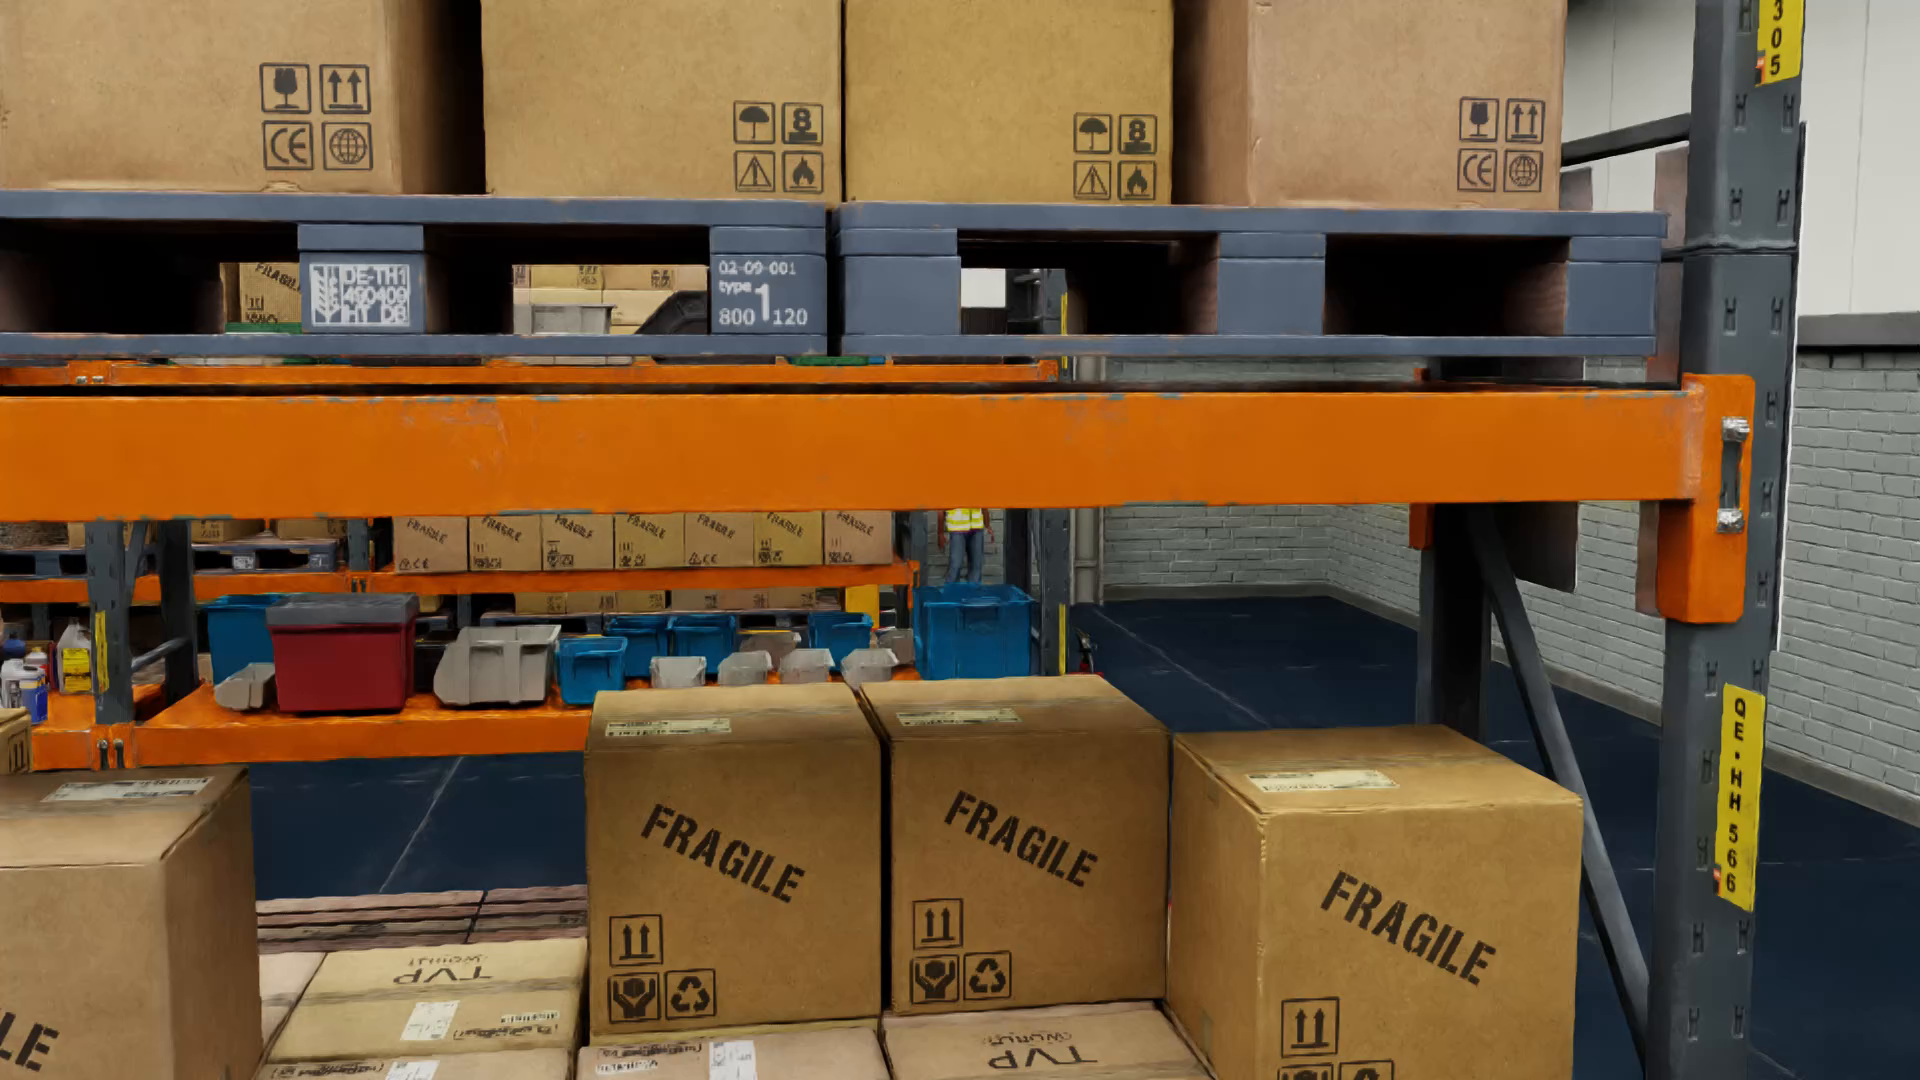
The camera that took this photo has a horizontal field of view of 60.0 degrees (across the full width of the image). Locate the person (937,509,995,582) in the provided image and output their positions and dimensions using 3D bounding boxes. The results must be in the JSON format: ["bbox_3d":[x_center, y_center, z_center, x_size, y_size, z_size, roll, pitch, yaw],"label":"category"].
[{"bbox_3d":[0.053,-0.091,18.218,0.638,1.766,0.373,-3,7,-28],"label":"person"}]
